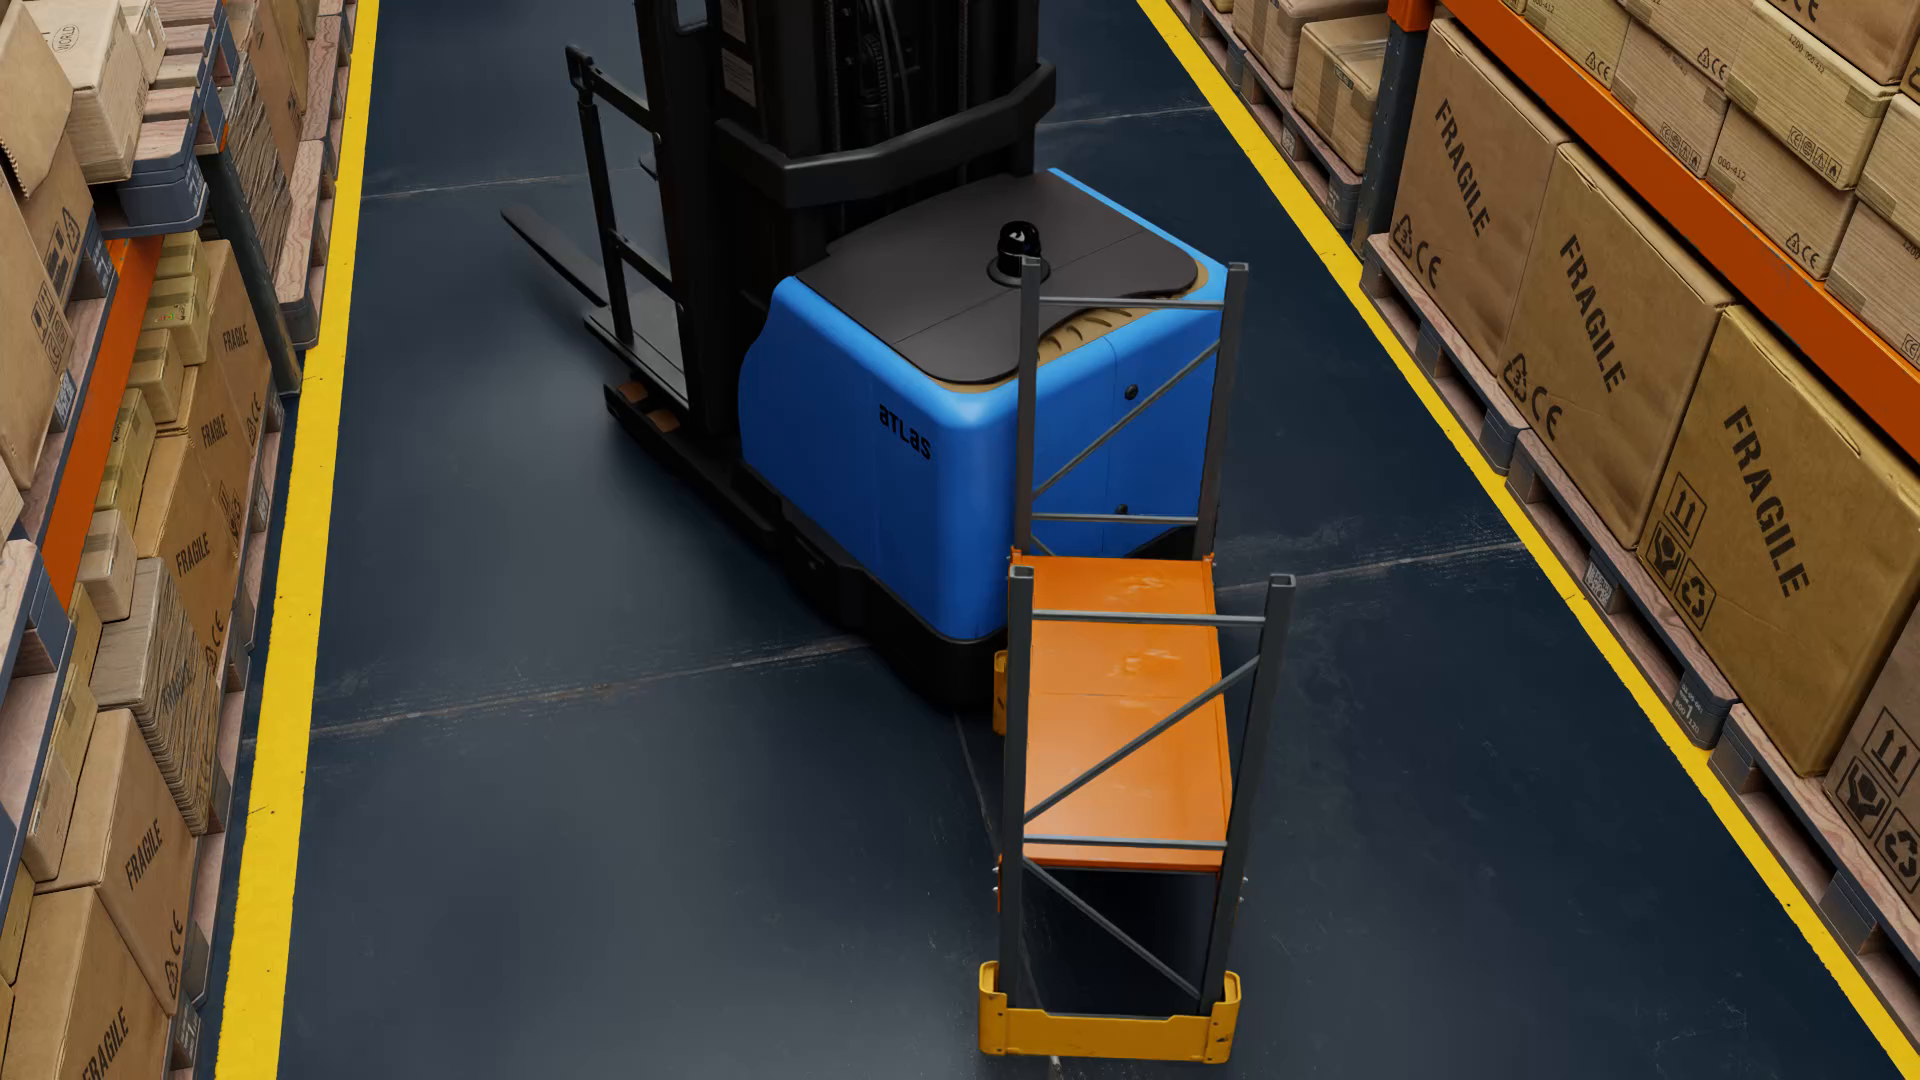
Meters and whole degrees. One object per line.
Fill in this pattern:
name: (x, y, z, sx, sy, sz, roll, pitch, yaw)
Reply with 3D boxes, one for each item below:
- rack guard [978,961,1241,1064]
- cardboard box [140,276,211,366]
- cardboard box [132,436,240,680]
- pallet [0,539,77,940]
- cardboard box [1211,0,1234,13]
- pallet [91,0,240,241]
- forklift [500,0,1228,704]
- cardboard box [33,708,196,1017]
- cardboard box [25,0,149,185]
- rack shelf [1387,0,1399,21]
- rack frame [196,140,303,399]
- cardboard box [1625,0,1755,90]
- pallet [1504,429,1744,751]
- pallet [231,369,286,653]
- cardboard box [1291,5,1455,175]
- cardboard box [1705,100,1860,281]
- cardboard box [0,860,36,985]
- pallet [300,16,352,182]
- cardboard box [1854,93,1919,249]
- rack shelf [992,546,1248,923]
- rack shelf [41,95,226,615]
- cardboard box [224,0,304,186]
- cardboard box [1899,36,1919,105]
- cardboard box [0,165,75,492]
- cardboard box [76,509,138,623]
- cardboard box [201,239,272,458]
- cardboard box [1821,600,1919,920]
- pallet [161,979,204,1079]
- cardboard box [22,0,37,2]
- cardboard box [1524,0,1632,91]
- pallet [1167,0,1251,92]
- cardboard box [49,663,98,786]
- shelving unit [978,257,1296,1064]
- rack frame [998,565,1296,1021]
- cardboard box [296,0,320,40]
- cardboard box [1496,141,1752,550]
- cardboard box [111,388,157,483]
rack guard: (0.338, 1.090, 3.833, 0.587, 0.250, 0.087, 2, 42, 2)
cardboard box: (-2.366, -0.603, 4.748, 0.380, 0.149, 0.250, -10, 43, -12)
cardboard box: (-2.295, 0.091, 4.454, 0.500, 0.500, 0.500, -7, 42, -7)
pallet: (-2.012, 0.537, 2.531, 1.003, 0.211, 1.213, -8, 42, -9)
cardboard box: (1.599, -2.820, 7.830, 0.950, 0.372, 0.625, -7, 42, -8)
pallet: (-2.594, -1.093, 4.367, 1.213, 0.211, 1.003, -8, 42, -9)
forklift: (-0.547, -1.557, 4.796, 1.130, 2.935, 3.031, -28, 49, -28)
cardboard box: (-2.059, 0.763, 3.698, 0.500, 0.500, 0.500, -10, 42, -11)
cardboard box: (-2.266, -1.058, 3.979, 0.500, 0.250, 0.500, -10, 43, -11)
rack shelf: (1.605, -3.335, 7.290, 1.077, 0.370, 4.000, -8, 42, -9)
rack frame: (-2.809, -1.594, 4.787, 1.000, 3.000, 0.127, -8, 42, -9)
cardboard box: (2.111, -1.415, 4.321, 0.500, 0.250, 0.500, -8, 42, -9)
pallet: (2.393, 0.046, 5.039, 1.003, 0.211, 1.213, -8, 42, -9)
pallet: (-2.685, -0.062, 5.161, 1.003, 0.211, 1.213, -8, 42, -9)
cardboard box: (1.924, -1.850, 6.738, 0.950, 0.372, 0.625, -11, 43, -12)
cardboard box: (2.242, -0.908, 4.126, 0.500, 0.250, 0.500, -8, 42, -9)
cardboard box: (-2.038, 0.754, 3.219, 0.380, 0.149, 0.250, -9, 42, -10)
pallet: (-3.209, -1.880, 7.209, 1.003, 0.211, 1.213, -8, 42, -9)
cardboard box: (2.335, -0.755, 3.577, 0.500, 0.250, 0.500, -7, 42, -8)
rack shelf: (0.362, 0.421, 3.917, 0.538, 0.185, 1.000, 2, 42, 2)
rack shelf: (-2.378, -0.029, 3.565, 1.077, 0.370, 4.000, -8, 42, -9)
cardboard box: (-3.079, -1.692, 6.369, 0.875, 0.625, 0.625, -7, 42, -8)
cardboard box: (2.349, -1.046, 3.340, 0.500, 0.500, 0.500, -7, 42, -8)
cardboard box: (-2.113, -0.386, 3.034, 0.700, 0.500, 0.500, -9, 42, -10)
cardboard box: (-2.197, 0.088, 3.969, 0.380, 0.149, 0.250, -10, 43, -11)
cardboard box: (-2.508, -0.573, 5.203, 0.500, 0.500, 0.500, -7, 42, -8)
cardboard box: (2.688, 0.532, 3.675, 0.875, 0.875, 0.875, -7, 42, -8)
pallet: (-2.158, 1.520, 3.379, 1.003, 0.211, 1.213, -8, 42, -9)
cardboard box: (-2.667, -1.861, 5.200, 0.500, 0.250, 0.500, -8, 42, -9)
cardboard box: (2.025, -1.568, 4.870, 0.500, 0.250, 0.500, -9, 42, -11)
pallet: (1.609, -2.561, 7.976, 1.003, 0.211, 1.213, -8, 42, -9)
cardboard box: (-2.107, 0.426, 3.589, 0.380, 0.149, 0.250, -7, 42, -8)
shelving unit: (0.362, 0.293, 3.790, 0.587, 1.500, 1.083, 2, 42, 2)
rack frame: (0.338, 0.624, 3.417, 0.500, 1.500, 0.032, 2, 42, 2)
cardboard box: (-3.389, -2.615, 7.409, 0.875, 0.625, 0.625, -9, 42, -10)
cardboard box: (2.293, -0.632, 4.987, 0.875, 0.875, 0.875, -8, 42, -9)
cardboard box: (-2.340, -0.248, 4.348, 0.380, 0.149, 0.250, -7, 42, -8)
